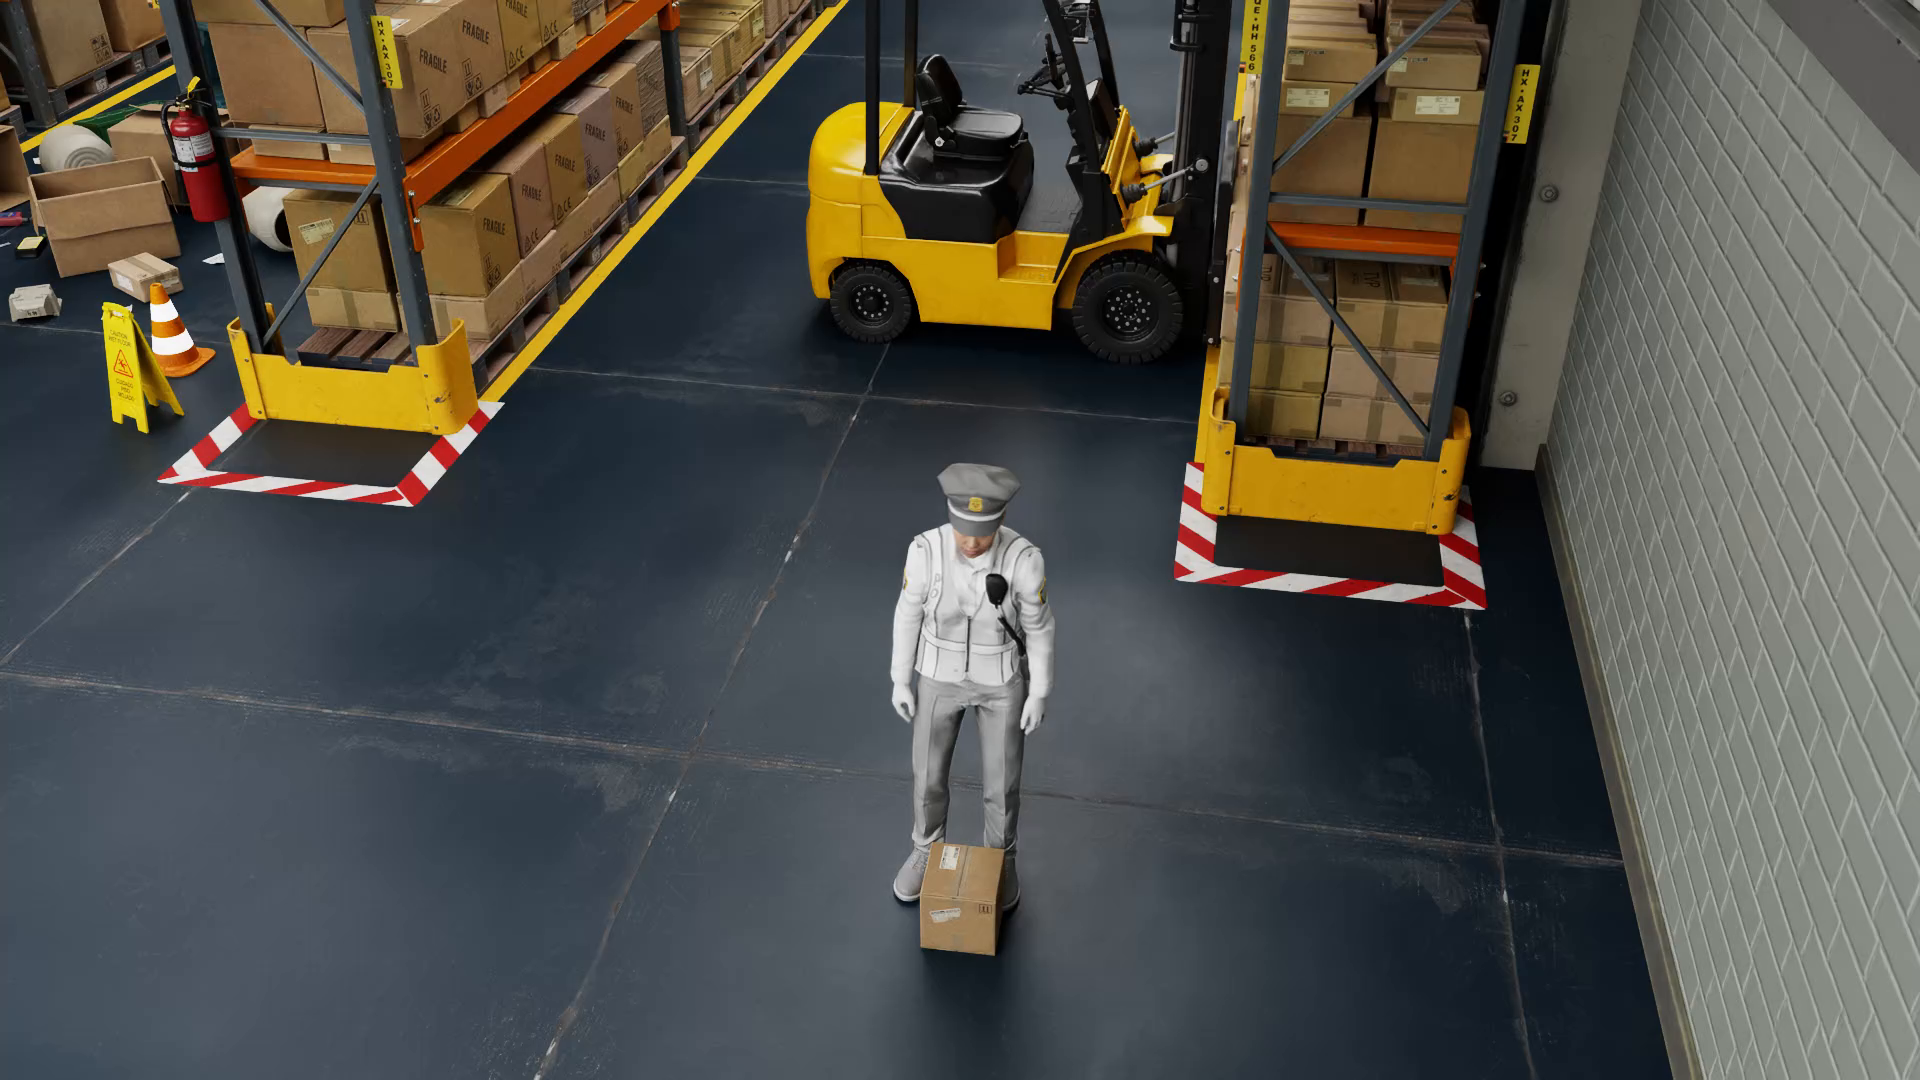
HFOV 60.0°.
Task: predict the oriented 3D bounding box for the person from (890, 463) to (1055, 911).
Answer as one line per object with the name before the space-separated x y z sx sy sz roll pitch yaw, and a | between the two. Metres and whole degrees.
person | 0.038 0.475 5.392 0.528 1.663 0.372 4 33 7
